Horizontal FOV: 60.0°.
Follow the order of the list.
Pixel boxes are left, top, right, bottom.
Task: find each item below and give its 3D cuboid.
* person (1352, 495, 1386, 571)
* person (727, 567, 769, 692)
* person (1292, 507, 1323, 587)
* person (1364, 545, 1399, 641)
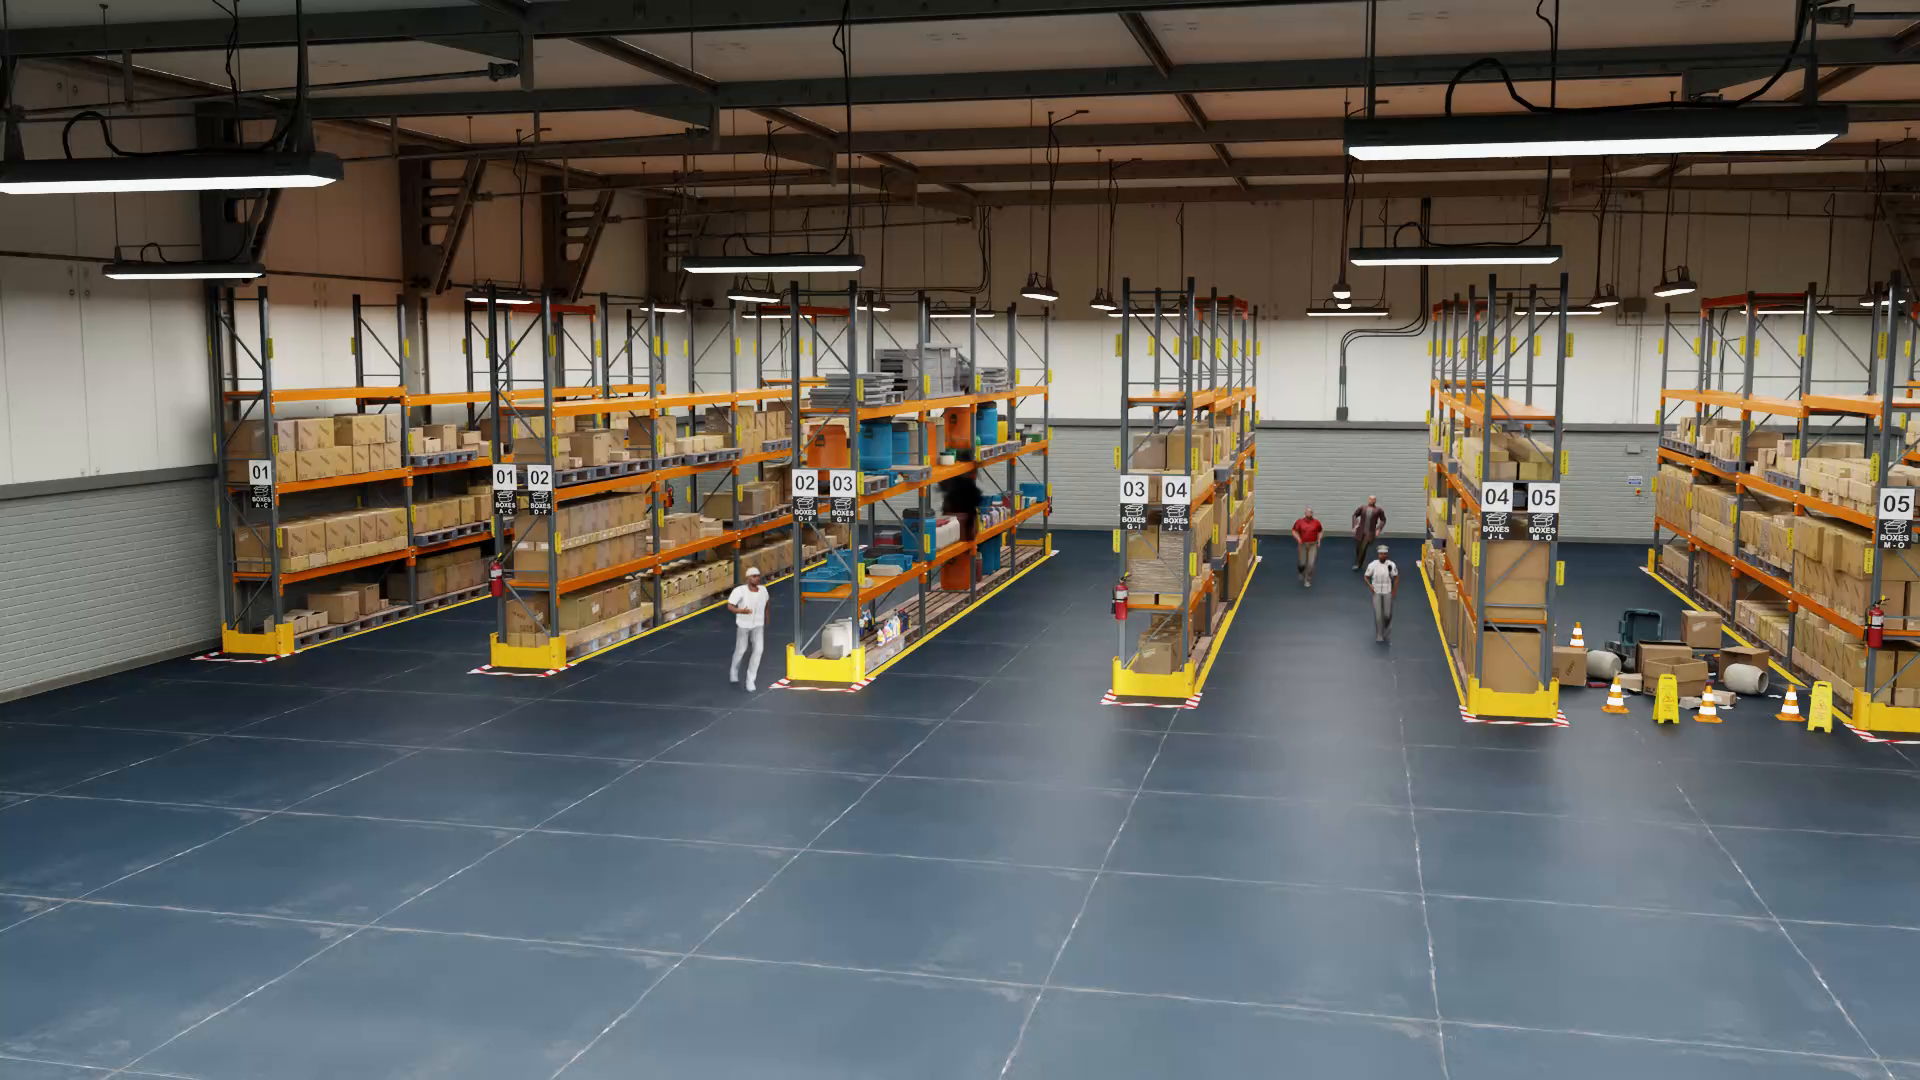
[{"bbox_3d":[9.257,-0.173,37.688,0.758,1.702,0.729,3,7,22],"label":"person"},{"bbox_3d":[-3.108,1.294,24.640,0.729,1.796,0.782,-3,7,-26],"label":"person"},{"bbox_3d":[7.331,0.141,35.073,0.649,1.680,0.595,1,7,5],"label":"person"},{"bbox_3d":[7.224,0.906,28.526,0.593,1.661,0.554,1,7,11],"label":"person"}]
